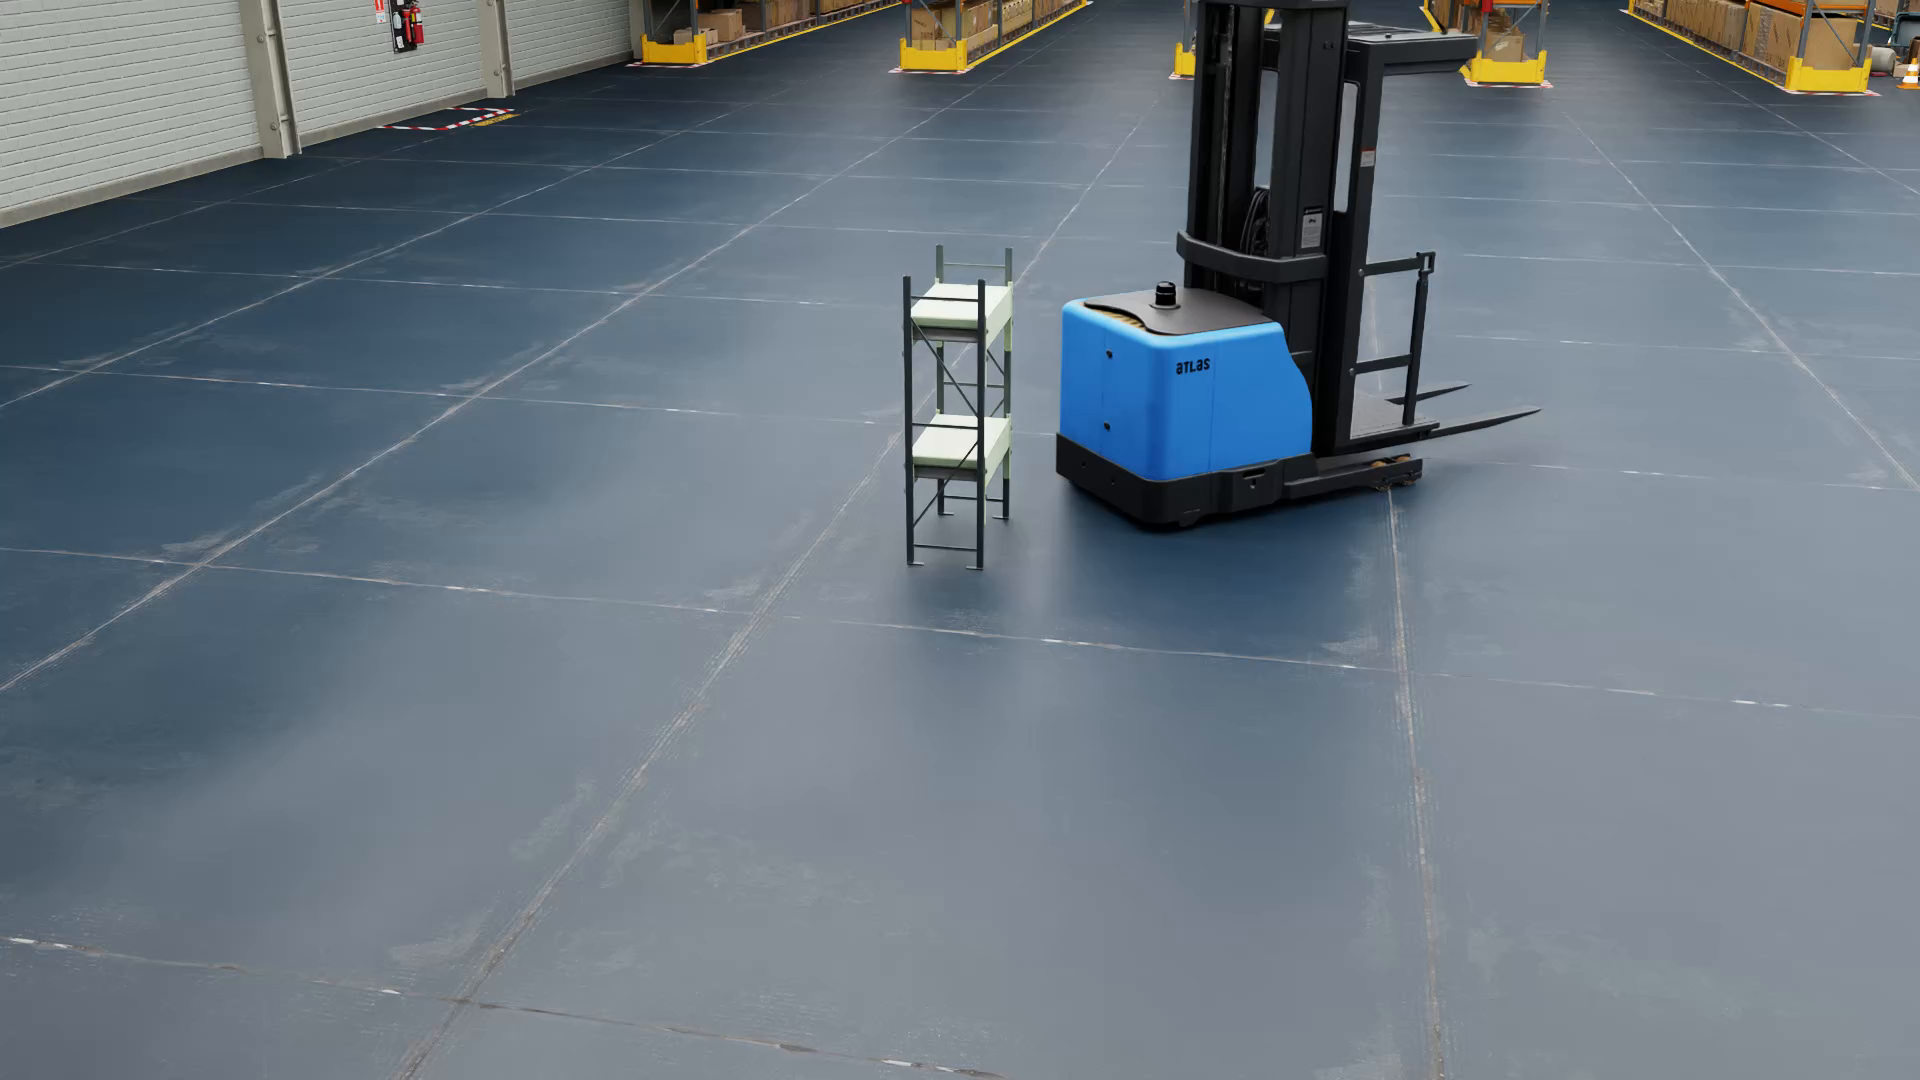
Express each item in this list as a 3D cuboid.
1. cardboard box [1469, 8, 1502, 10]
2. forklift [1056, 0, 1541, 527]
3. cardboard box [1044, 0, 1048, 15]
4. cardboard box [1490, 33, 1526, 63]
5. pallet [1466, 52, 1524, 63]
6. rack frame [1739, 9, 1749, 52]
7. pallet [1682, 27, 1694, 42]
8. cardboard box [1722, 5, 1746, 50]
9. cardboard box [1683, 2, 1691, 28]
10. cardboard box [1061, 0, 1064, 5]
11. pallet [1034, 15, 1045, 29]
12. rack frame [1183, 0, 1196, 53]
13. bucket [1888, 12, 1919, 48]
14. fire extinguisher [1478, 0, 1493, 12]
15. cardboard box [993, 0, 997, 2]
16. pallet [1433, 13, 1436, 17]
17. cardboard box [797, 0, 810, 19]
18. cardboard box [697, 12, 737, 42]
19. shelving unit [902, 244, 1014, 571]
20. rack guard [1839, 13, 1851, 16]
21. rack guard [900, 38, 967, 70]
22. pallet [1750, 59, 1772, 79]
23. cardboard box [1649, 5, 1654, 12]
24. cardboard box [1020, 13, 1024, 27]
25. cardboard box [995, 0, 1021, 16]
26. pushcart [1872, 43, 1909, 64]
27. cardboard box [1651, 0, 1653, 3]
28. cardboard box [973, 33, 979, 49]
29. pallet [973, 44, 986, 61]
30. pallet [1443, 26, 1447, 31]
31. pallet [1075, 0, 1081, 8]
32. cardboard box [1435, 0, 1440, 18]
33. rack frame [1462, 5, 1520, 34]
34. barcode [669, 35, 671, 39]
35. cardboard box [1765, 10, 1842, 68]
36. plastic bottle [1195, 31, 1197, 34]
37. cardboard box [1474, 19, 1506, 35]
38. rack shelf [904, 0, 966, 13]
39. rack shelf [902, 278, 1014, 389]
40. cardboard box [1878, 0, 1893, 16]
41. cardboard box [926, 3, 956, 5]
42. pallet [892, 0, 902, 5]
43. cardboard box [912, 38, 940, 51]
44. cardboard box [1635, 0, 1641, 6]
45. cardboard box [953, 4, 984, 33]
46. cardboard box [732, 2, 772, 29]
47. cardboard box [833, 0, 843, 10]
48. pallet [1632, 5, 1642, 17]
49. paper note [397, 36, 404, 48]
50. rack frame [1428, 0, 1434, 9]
[{"bbox_3d":[10.531,-10.445,33.529,0.700,0.500,0.500,6,23,15],"label":"cardboard box"},{"bbox_3d":[2.101,-1.804,9.409,3.031,2.935,1.130,-11,25,-26],"label":"forklift"},{"bbox_3d":[1.742,-12.379,38.333,0.500,0.500,0.500,4,22,10],"label":"cardboard box"},{"bbox_3d":[9.369,-8.395,28.467,0.500,0.500,0.500,9,24,21],"label":"cardboard box"},{"bbox_3d":[9.939,-9.054,31.051,1.003,0.211,1.213,4,22,11],"label":"pallet"},{"bbox_3d":[14.876,-10.180,30.116,1.000,3.000,0.127,4,22,11],"label":"rack frame"},{"bbox_3d":[15.853,-10.636,34.979,1.003,0.211,1.213,4,22,11],"label":"pallet"},{"bbox_3d":[14.915,-9.566,31.039,1.050,0.750,0.750,4,22,11],"label":"cardboard box"},{"bbox_3d":[15.680,-11.129,35.255,0.500,0.500,0.500,5,23,13],"label":"cardboard box"},{"bbox_3d":[2.274,-13.372,41.050,0.500,0.311,0.500,4,22,11],"label":"cardboard box"},{"bbox_3d":[1.350,-11.792,37.849,1.003,0.211,1.213,4,22,11],"label":"pallet"},{"bbox_3d":[4.376,-9.510,28.452,1.000,3.000,0.127,4,22,11],"label":"rack frame"},{"bbox_3d":[17.105,-9.142,29.884,0.726,0.611,0.620,13,15,29],"label":"bucket"},{"bbox_3d":[8.750,-9.090,27.512,0.296,0.674,0.183,4,22,11],"label":"fire extinguisher"},{"bbox_3d":[0.561,-11.446,35.627,0.500,0.311,0.500,4,22,9],"label":"cardboard box"},{"bbox_3d":[12.152,-12.947,40.719,1.003,0.211,1.213,4,22,11],"label":"pallet"},{"bbox_3d":[-3.786,-11.968,37.313,0.700,0.500,0.500,5,22,12],"label":"cardboard box"},{"bbox_3d":[-4.778,-10.029,32.498,0.700,0.500,0.500,3,22,8],"label":"cardboard box"},{"bbox_3d":[-0.001,-0.693,8.567,0.431,1.500,0.755,4,22,11],"label":"shelving unit"},{"bbox_3d":[22.196,-13.078,40.657,1.175,0.500,0.348,4,22,11],"label":"rack guard"},{"bbox_3d":[-0.477,-8.721,29.838,1.175,0.500,0.348,4,22,11],"label":"rack guard"},{"bbox_3d":[14.398,-8.167,28.850,1.003,0.211,1.213,4,22,11],"label":"pallet"},{"bbox_3d":[16.466,-12.527,39.195,0.380,0.149,0.250,4,22,11],"label":"cardboard box"},{"bbox_3d":[1.084,-11.151,35.644,0.500,0.250,0.500,5,22,12],"label":"cardboard box"},{"bbox_3d":[0.985,-11.226,35.080,0.500,0.311,0.500,5,22,12],"label":"cardboard box"},{"bbox_3d":[17.500,-8.779,30.147,1.648,0.377,0.936,-3,22,-8],"label":"pushcart"},{"bbox_3d":[16.758,-12.923,39.782,0.380,0.149,0.250,6,23,14],"label":"cardboard box"},{"bbox_3d":[0.056,-9.354,31.182,0.500,0.250,0.500,4,22,11],"label":"cardboard box"},{"bbox_3d":[-0.106,-9.323,31.721,1.003,0.211,1.213,4,22,11],"label":"pallet"},{"bbox_3d":[11.343,-11.492,37.106,1.003,0.211,1.213,4,22,11],"label":"pallet"},{"bbox_3d":[2.615,-14.128,43.650,1.003,0.211,1.213,4,22,11],"label":"pallet"},{"bbox_3d":[11.381,-12.168,37.333,1.225,0.875,0.875,4,22,9],"label":"cardboard box"},{"bbox_3d":[10.041,-10.595,31.147,1.000,3.000,0.127,4,22,11],"label":"rack frame"},{"bbox_3d":[-5.481,-9.510,31.449,0.001,0.075,0.075,4,22,11],"label":"barcode"},{"bbox_3d":[14.311,-8.502,28.230,0.875,0.875,0.875,4,22,10],"label":"cardboard box"},{"bbox_3d":[4.458,-9.392,31.116,0.144,0.351,0.185,5,23,13],"label":"plastic bottle"},{"bbox_3d":[9.920,-9.488,31.180,0.500,0.500,0.500,4,22,9],"label":"cardboard box"},{"bbox_3d":[-0.064,-10.287,31.343,1.077,0.370,4.000,4,22,11],"label":"rack shelf"},{"bbox_3d":[-0.001,-1.055,8.422,0.431,0.370,0.720,4,22,11],"label":"rack shelf"},{"bbox_3d":[21.790,-12.321,38.299,0.875,0.438,0.875,4,22,9],"label":"cardboard box"},{"bbox_3d":[-0.361,-9.925,31.596,0.500,0.500,0.500,4,22,11],"label":"cardboard box"},{"bbox_3d":[-2.144,-14.525,44.636,1.003,0.211,1.213,4,22,11],"label":"pallet"},{"bbox_3d":[-0.652,-9.027,30.371,0.500,0.250,0.500,4,22,11],"label":"cardboard box"},{"bbox_3d":[16.904,-13.274,41.052,0.380,0.149,0.250,5,22,12],"label":"cardboard box"},{"bbox_3d":[0.164,-9.884,31.495,0.500,0.500,0.500,4,22,11],"label":"cardboard box"},{"bbox_3d":[-4.372,-11.043,35.016,0.700,0.500,0.500,5,23,13],"label":"cardboard box"},{"bbox_3d":[-3.226,-12.968,39.352,0.750,0.750,0.750,4,22,11],"label":"cardboard box"},{"bbox_3d":[17.109,-12.953,40.734,1.003,0.211,1.213,4,22,11],"label":"pallet"},{"bbox_3d":[-7.896,-7.024,23.458,0.016,0.148,0.142,4,22,11],"label":"paper note"},{"bbox_3d":[12.490,-14.984,42.044,1.000,3.000,0.127,4,22,11],"label":"rack frame"}]
